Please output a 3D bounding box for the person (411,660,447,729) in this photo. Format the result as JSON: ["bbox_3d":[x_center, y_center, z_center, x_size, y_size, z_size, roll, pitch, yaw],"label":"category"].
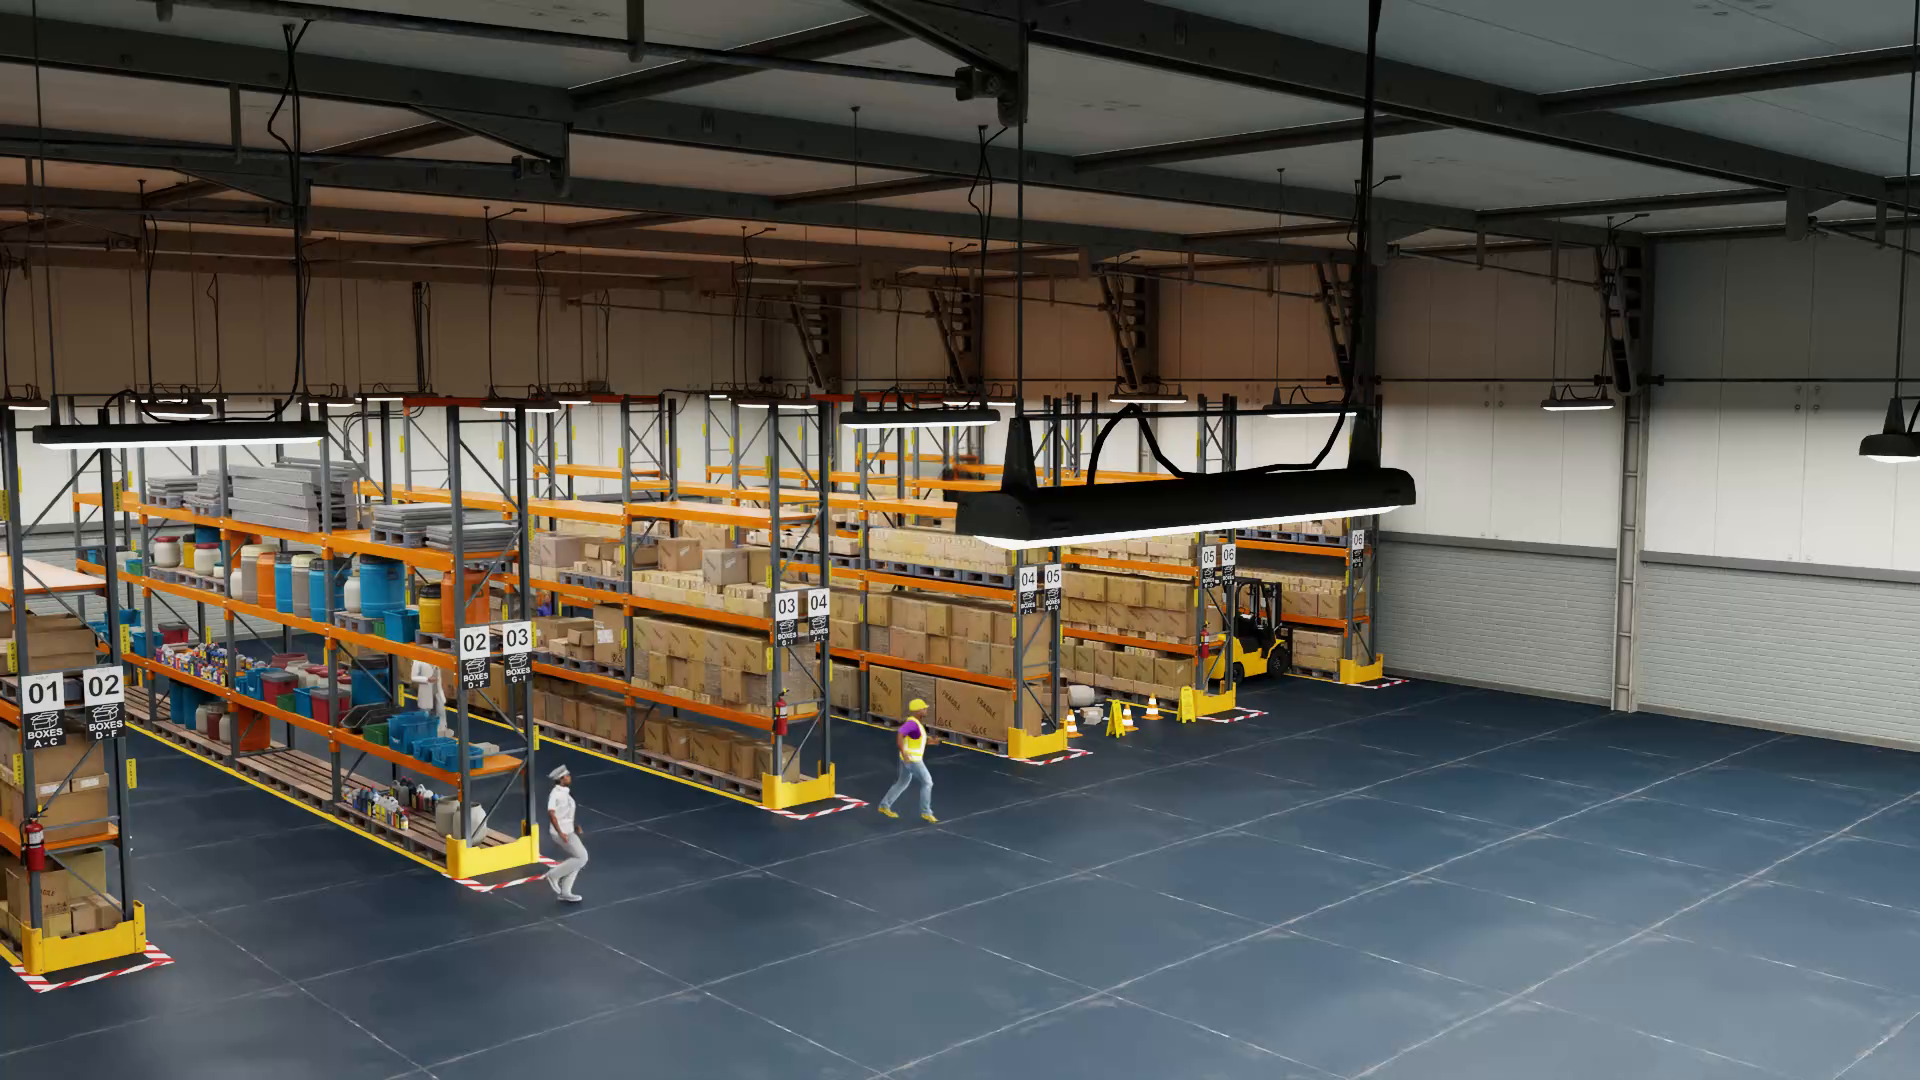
[{"bbox_3d":[-9.208,2.710,28.764,0.863,1.457,0.707,4,7,37],"label":"person"}]

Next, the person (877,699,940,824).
[{"bbox_3d":[-0.722,3.166,23.757,0.915,1.802,0.614,-1,6,-11],"label":"person"}]

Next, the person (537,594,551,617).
[{"bbox_3d":[-9.101,1.996,36.673,0.585,1.640,0.615,-4,7,-36],"label":"person"}]

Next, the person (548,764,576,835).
[{"bbox_3d":[-4.863,3.165,20.300,0.328,0.832,0.553,-1,6,-14],"label":"person"}]
